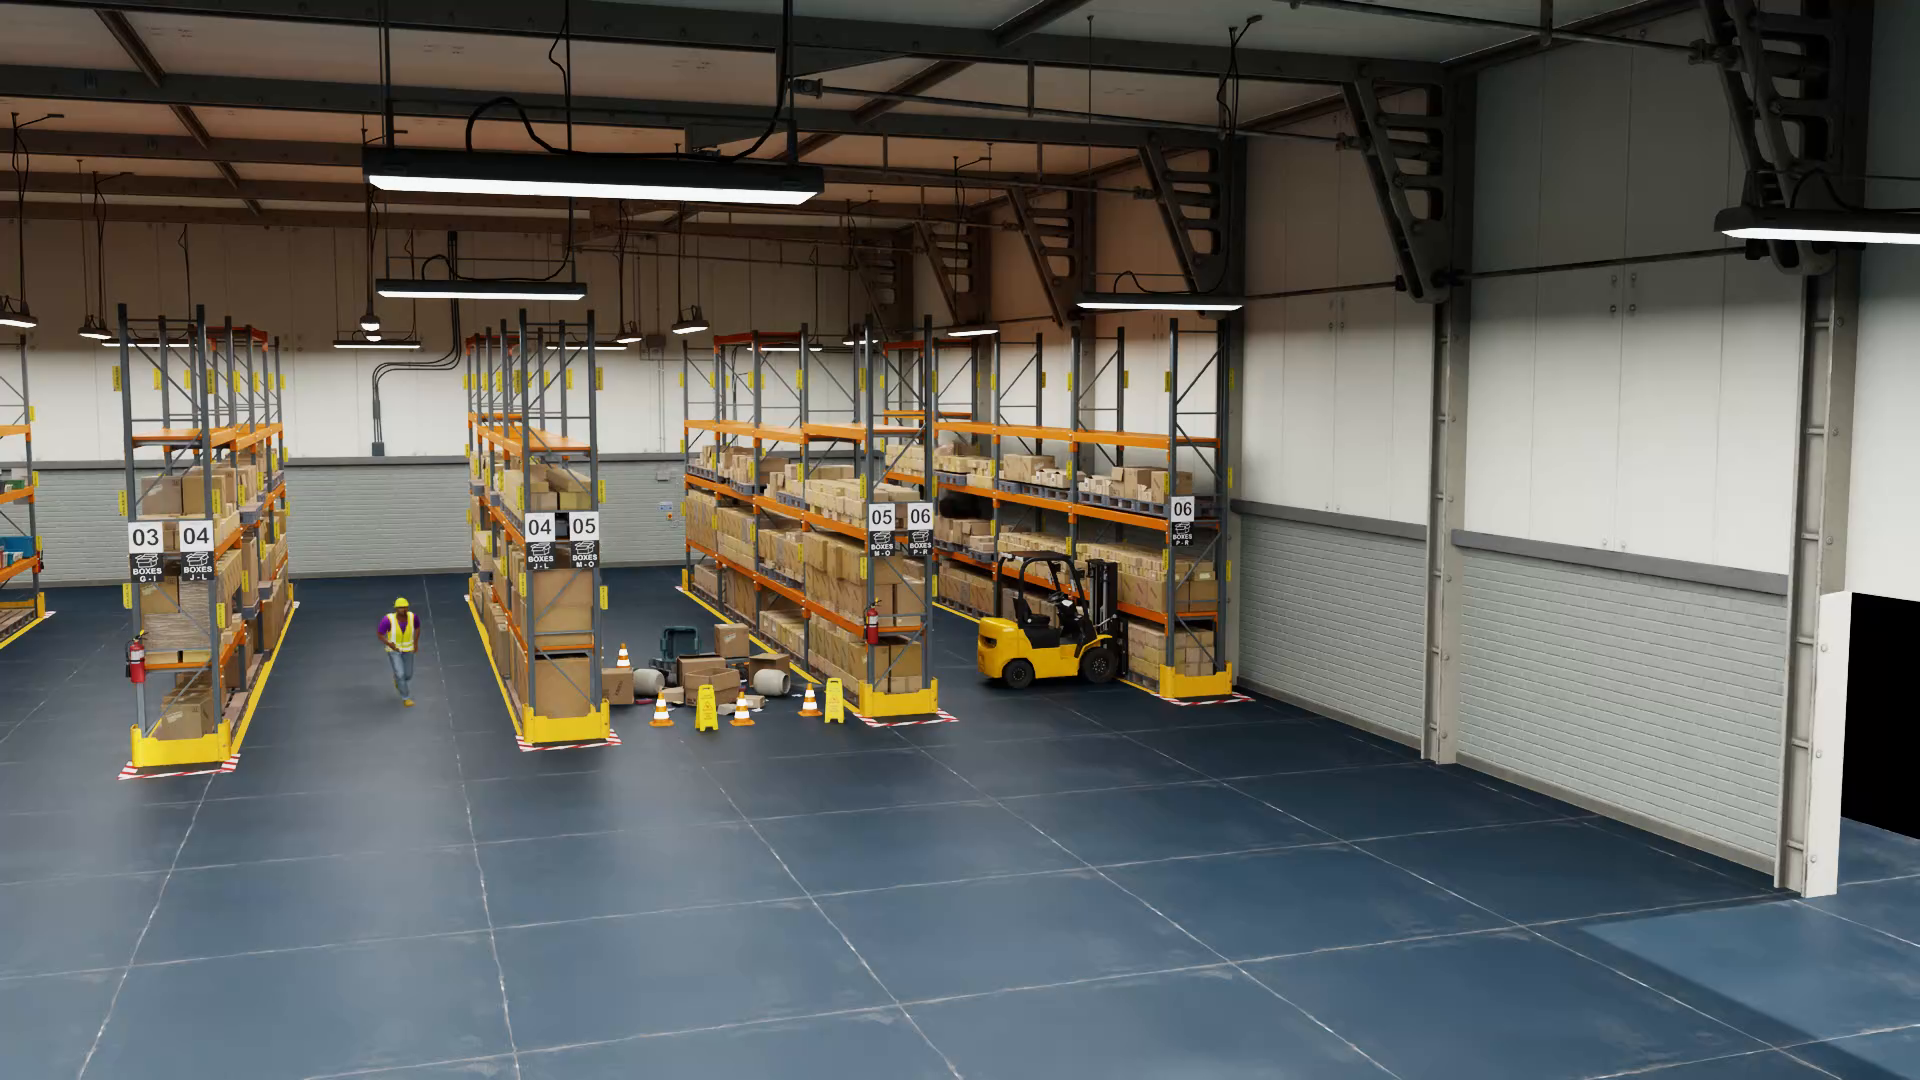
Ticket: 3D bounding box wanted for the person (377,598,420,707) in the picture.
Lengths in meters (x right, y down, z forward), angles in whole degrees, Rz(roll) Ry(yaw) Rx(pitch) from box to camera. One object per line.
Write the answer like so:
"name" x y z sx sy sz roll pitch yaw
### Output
"person" -8.685 1.725 25.764 0.690 1.706 0.732 -3 6 -32
